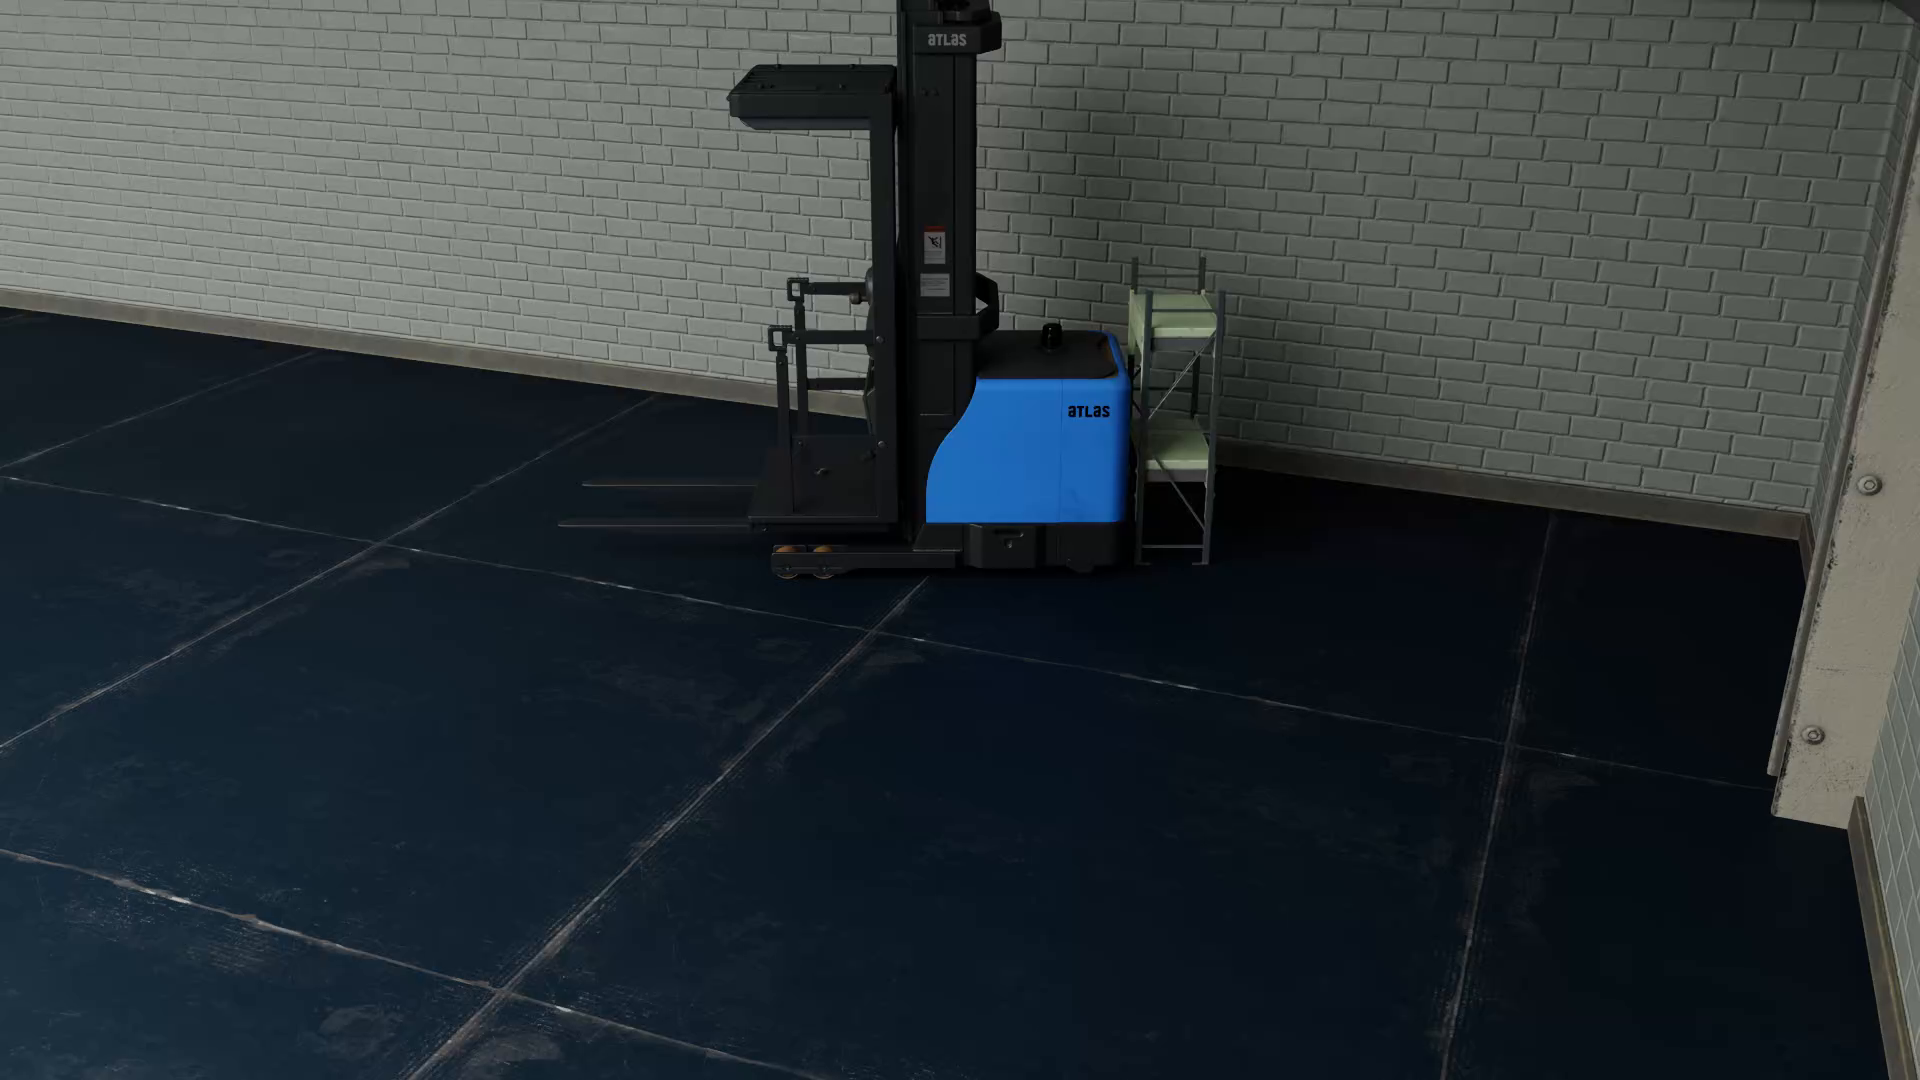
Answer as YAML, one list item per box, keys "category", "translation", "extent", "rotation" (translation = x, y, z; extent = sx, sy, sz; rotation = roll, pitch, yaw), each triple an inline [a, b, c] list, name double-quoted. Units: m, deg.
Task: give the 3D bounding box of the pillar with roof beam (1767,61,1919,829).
- category: "pillar with roof beam"
  translation: [-0.546, -3.721, 6.483]
  extent: [9.100, 9.000, 0.400]
  rotation: [9, 24, 20]

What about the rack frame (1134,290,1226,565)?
- category: "rack frame"
  translation: [1.136, -0.562, 8.650]
  extent: [0.400, 1.500, 0.023]
  rotation: [0, 23, 0]

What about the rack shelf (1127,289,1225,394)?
- category: "rack shelf"
  translation: [1.136, -1.063, 8.837]
  extent: [0.431, 0.370, 0.720]
  rotation: [0, 23, 0]

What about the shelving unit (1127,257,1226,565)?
- category: "shelving unit"
  translation: [1.136, -0.703, 8.988]
  extent: [0.431, 1.500, 0.755]
  rotation: [0, 23, 0]

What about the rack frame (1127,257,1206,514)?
- category: "rack frame"
  translation: [1.136, -0.844, 9.325]
  extent: [0.400, 1.500, 0.023]
  rotation: [0, 23, 0]

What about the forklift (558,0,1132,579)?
- category: "forklift"
  translation: [-0.629, -1.353, 8.685]
  extent: [3.031, 2.935, 1.130]
  rotation: [0, 23, 0]

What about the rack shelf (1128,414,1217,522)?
- category: "rack shelf"
  translation: [1.136, -0.402, 9.113]
  extent: [0.431, 0.370, 0.720]
  rotation: [0, 23, 0]
